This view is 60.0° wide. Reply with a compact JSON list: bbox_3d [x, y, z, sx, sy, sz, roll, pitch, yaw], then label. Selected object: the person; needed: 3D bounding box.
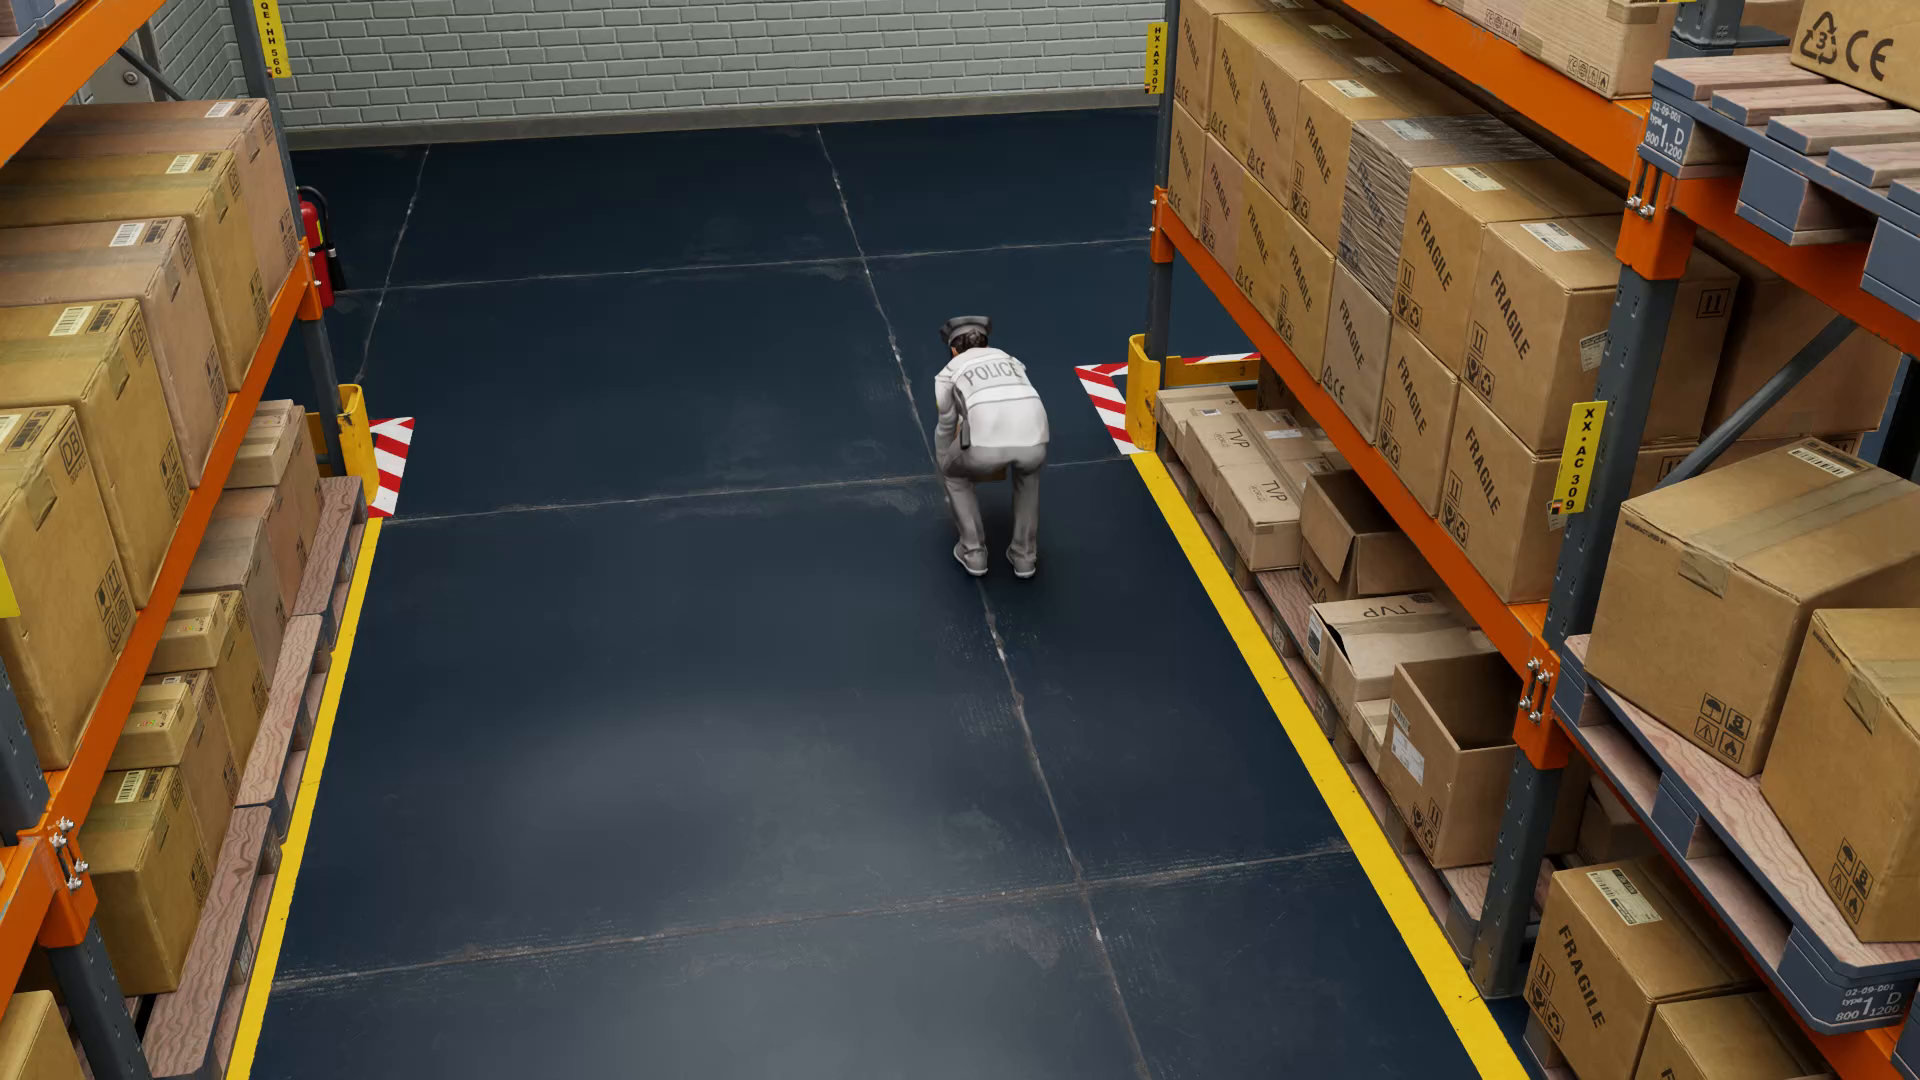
[{"bbox_3d":[0.126,-0.410,7.437,0.447,1.033,0.912,-7,31,-11],"label":"person"}]
